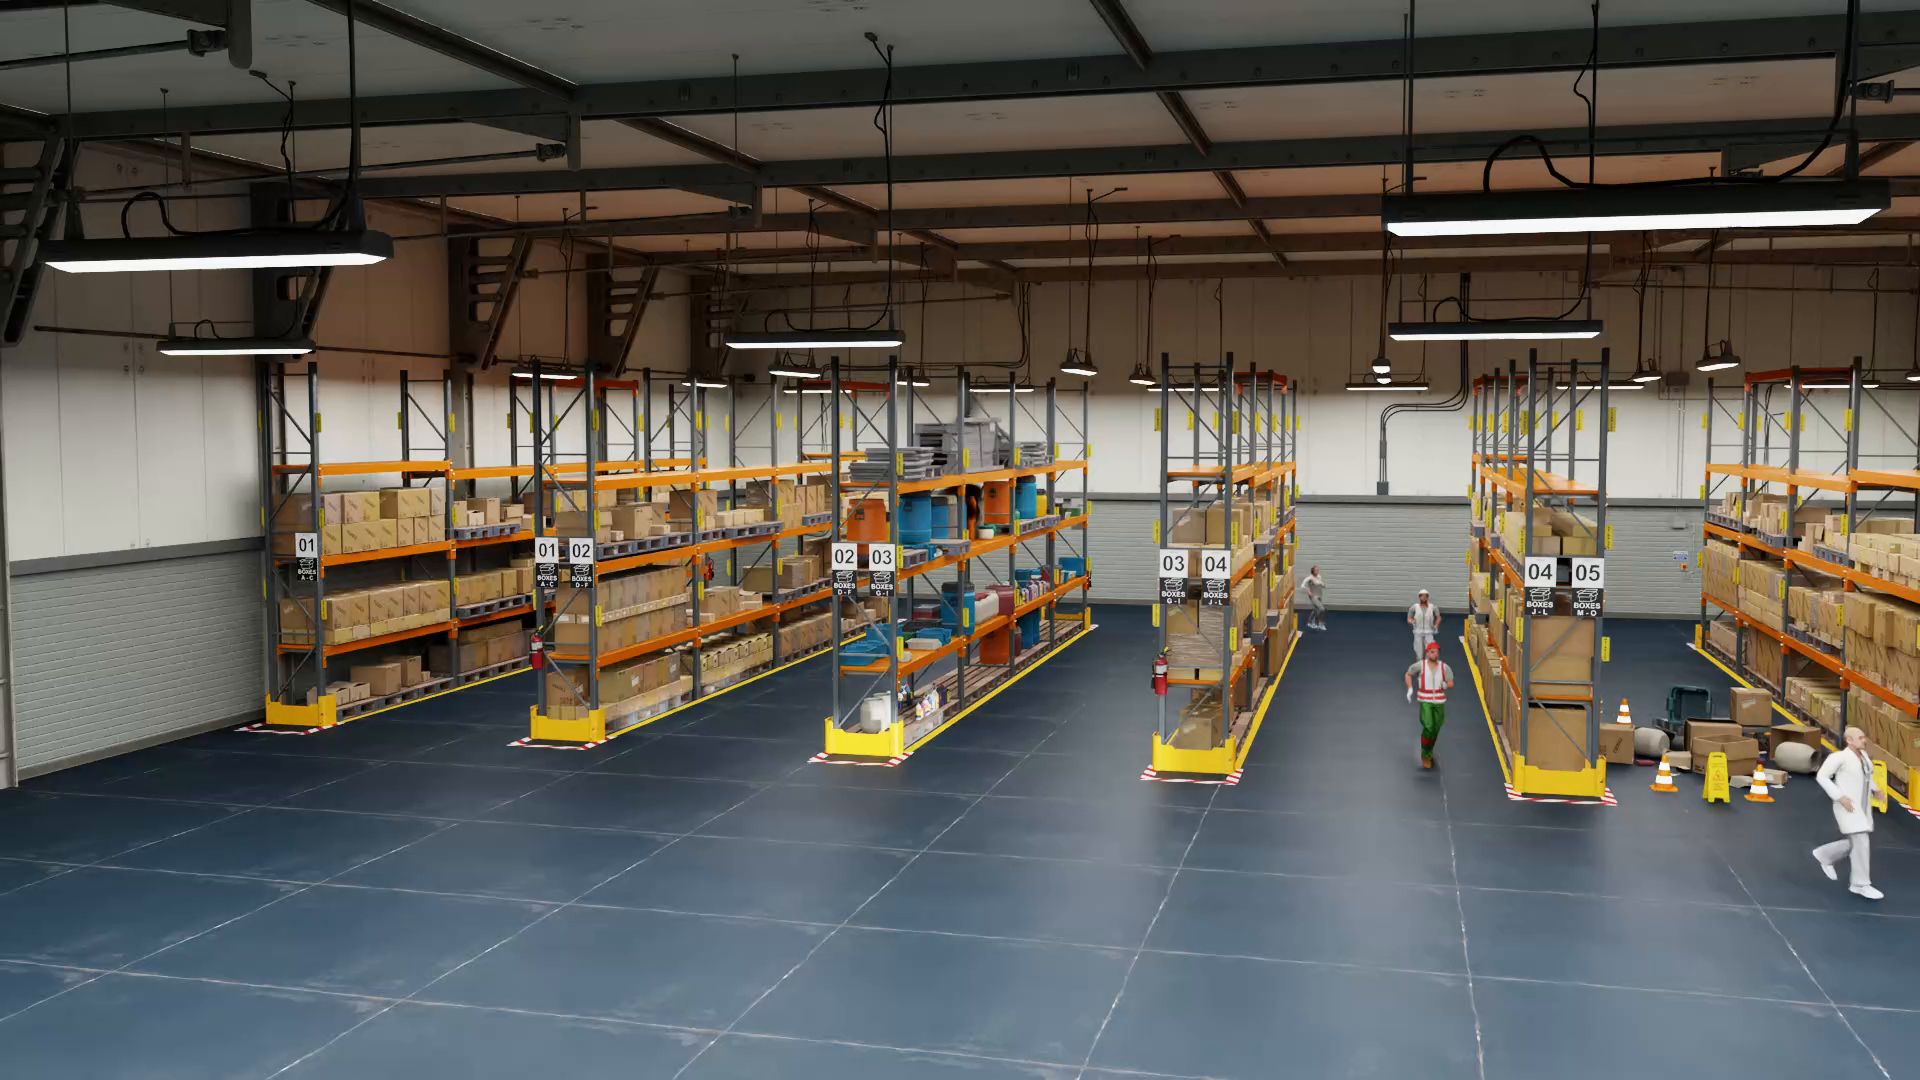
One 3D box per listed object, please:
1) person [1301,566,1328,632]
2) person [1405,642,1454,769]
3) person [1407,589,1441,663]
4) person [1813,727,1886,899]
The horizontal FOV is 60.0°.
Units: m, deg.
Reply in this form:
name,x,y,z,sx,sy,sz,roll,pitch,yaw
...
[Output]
name,x,y,z,sx,sy,sz,roll,pitch,yaw
person,8.517,1.420,39.956,0.562,1.591,0.667,-4,5,-42
person,6.868,2.406,24.248,0.645,1.840,0.767,0,4,-2
person,9.033,1.839,32.358,0.643,1.741,0.587,1,4,14
person,9.480,2.868,17.751,0.724,1.763,0.867,-2,5,-29
